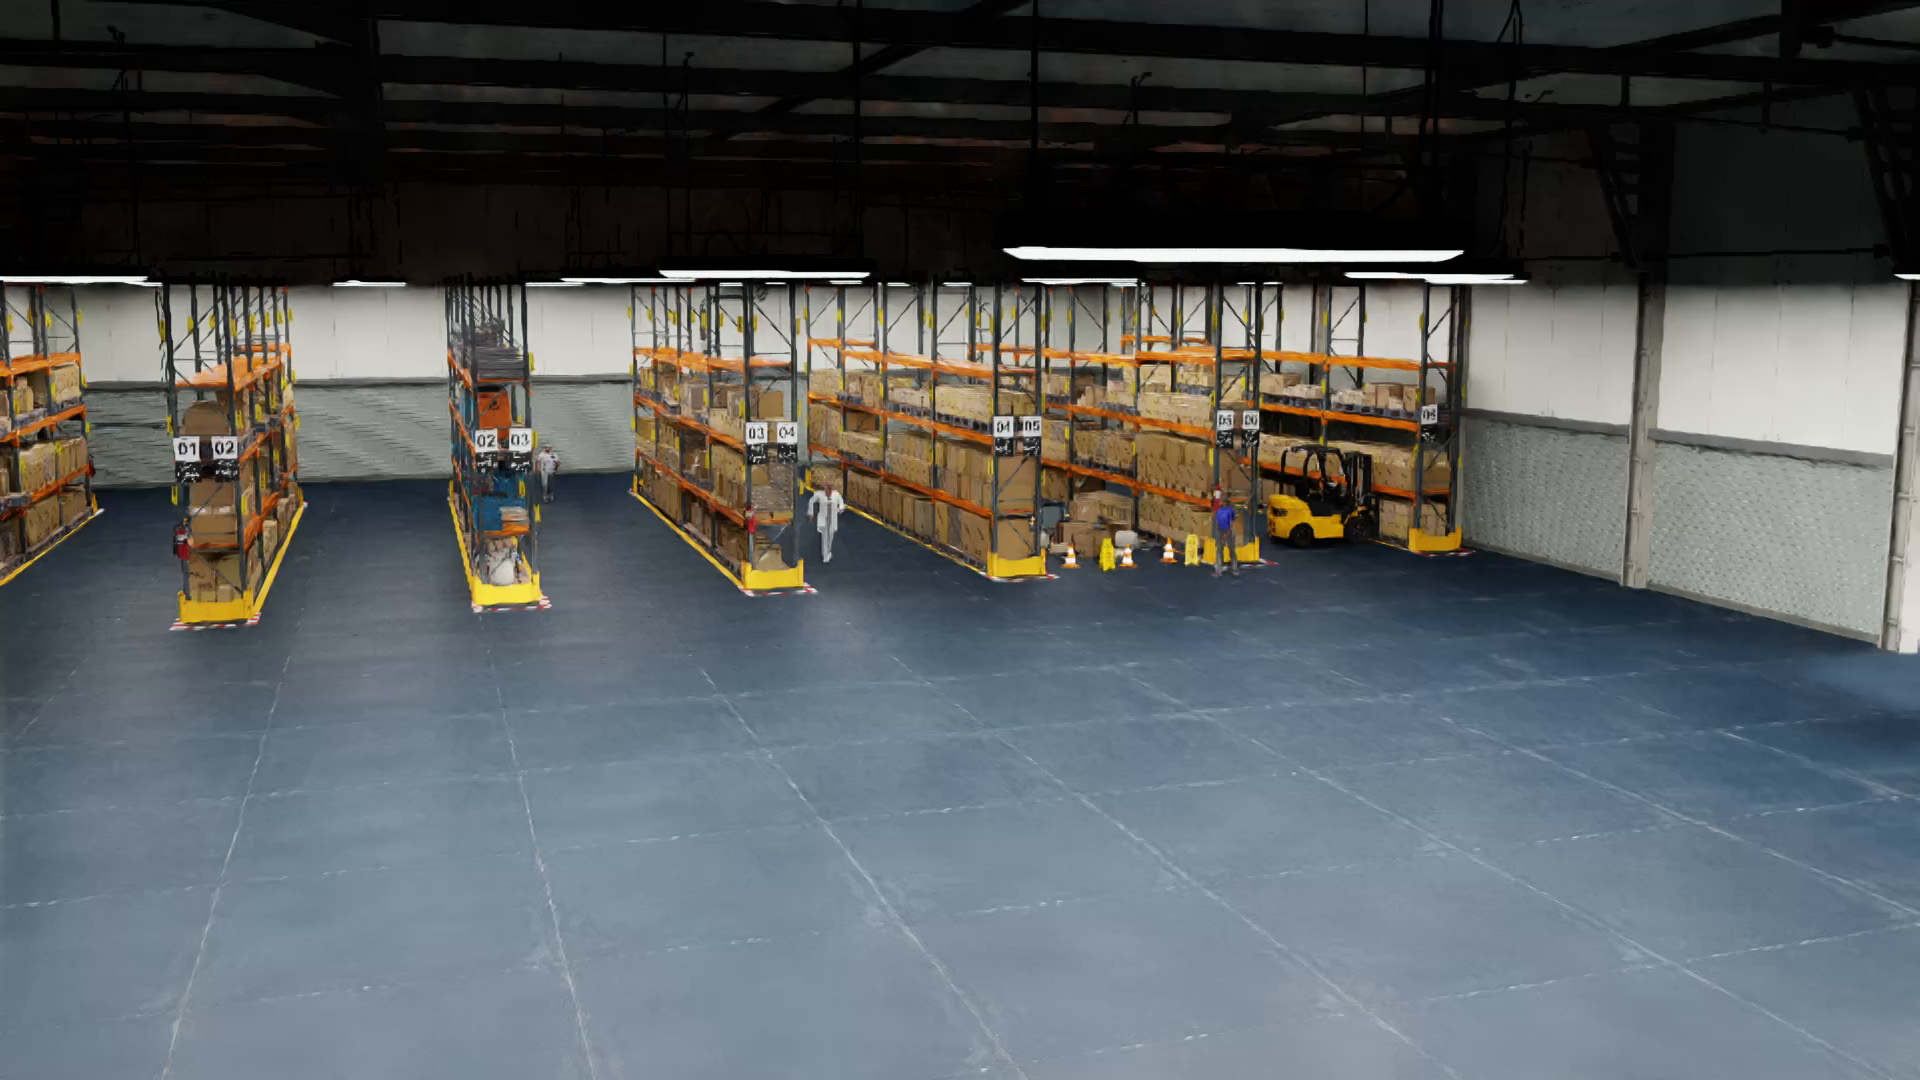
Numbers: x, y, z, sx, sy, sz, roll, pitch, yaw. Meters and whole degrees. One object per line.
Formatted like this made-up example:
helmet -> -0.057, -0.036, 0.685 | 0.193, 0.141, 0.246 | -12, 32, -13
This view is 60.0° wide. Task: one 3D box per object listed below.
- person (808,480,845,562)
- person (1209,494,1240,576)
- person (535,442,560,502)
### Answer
person -> -2.816, -0.442, 35.310 | 0.733, 1.709, 0.930 | -3, 9, -21
person -> 5.337, -0.100, 33.335 | 0.477, 1.623, 0.637 | 8, 12, 41
person -> -11.164, -1.863, 45.111 | 0.631, 1.602, 0.796 | -4, 9, -23
